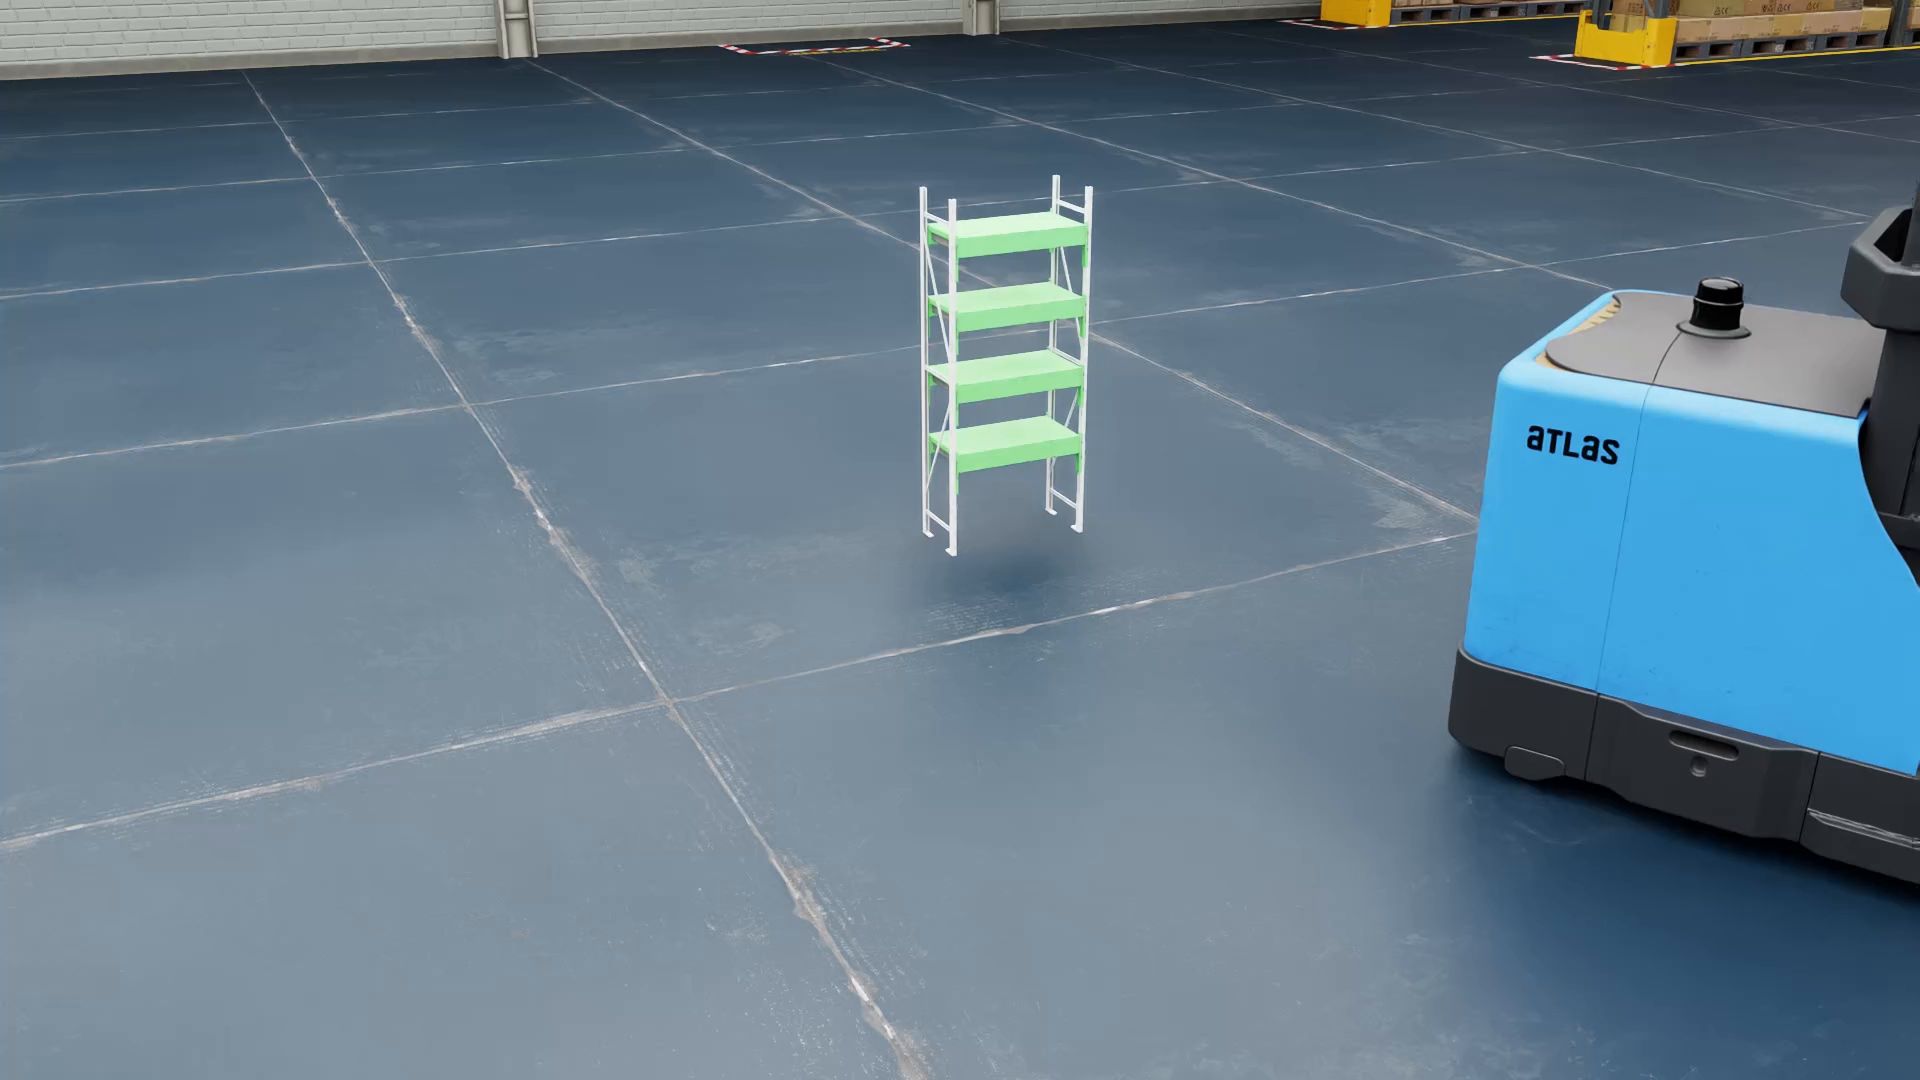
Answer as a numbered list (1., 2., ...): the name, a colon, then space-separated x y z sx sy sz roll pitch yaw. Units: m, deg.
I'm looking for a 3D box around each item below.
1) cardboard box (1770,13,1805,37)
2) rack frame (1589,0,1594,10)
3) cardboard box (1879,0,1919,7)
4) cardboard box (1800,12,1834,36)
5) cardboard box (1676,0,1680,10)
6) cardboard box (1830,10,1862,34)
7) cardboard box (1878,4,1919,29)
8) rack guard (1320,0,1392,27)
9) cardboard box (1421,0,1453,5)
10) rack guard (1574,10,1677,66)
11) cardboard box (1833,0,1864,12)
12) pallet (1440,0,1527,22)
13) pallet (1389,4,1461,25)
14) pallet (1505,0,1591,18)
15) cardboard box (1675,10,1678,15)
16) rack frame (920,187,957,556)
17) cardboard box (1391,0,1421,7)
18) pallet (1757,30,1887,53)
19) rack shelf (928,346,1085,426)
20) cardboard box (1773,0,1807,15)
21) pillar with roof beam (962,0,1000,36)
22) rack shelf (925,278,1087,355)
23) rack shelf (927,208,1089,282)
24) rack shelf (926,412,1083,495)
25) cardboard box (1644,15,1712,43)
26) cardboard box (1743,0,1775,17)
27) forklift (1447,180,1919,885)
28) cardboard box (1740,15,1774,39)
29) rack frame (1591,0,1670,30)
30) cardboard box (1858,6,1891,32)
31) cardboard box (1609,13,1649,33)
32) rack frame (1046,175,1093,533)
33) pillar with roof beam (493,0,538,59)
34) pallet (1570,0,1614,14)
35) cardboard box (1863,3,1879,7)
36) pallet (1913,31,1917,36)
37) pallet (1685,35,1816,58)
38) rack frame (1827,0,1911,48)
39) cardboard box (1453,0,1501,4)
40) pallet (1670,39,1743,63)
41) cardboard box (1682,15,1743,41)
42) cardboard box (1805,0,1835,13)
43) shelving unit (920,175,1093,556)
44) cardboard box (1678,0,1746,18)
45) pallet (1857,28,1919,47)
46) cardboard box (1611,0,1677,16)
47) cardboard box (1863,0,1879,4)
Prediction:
1. cardboard box: 9.508 -6.061 19.516 0.500 0.250 0.500 -10 25 -24
2. rack frame: 9.028 -9.247 24.167 0.127 3.000 1.000 -10 25 -24
3. cardboard box: 11.661 -6.706 20.341 0.500 0.311 0.500 -10 25 -23
4. cardboard box: 9.958 -6.144 19.717 0.500 0.250 0.500 -10 25 -24
5. cardboard box: 8.825 -6.509 19.619 0.500 0.500 0.500 -10 25 -24
6. cardboard box: 10.402 -6.232 19.930 0.500 0.250 0.500 -10 25 -24
7. cardboard box: 11.651 -6.446 20.445 0.500 0.250 0.500 -11 25 -25
8. rack guard: 5.493 -7.441 23.073 0.348 0.500 1.175 -10 25 -24
9. cardboard box: 6.600 -7.723 23.425 0.500 0.311 0.500 -8 24 -19
10. rack guard: 7.554 -5.718 18.910 0.348 0.500 1.175 -10 25 -24
11. cardboard box: 10.401 -6.579 19.788 0.500 0.500 0.500 -10 25 -24
12. pallet: 7.338 -7.631 23.909 1.213 0.211 1.003 -10 25 -24
13. pallet: 6.240 -7.430 23.424 1.213 0.211 1.003 -10 25 -24
14. pallet: 8.439 -7.835 24.402 1.213 0.211 1.003 -10 25 -24
15. cardboard box: 8.376 -6.078 19.558 0.500 0.250 0.500 -10 25 -24
16. rack frame: -0.071 -0.541 5.489 0.015 1.200 0.240 -10 25 -24
17. cardboard box: 6.087 -7.628 23.197 0.500 0.311 0.500 -14 26 -30
18. pallet: 10.445 -6.135 20.294 1.213 0.211 1.003 -10 25 -24
19. rack shelf: 0.149 -0.523 5.611 0.480 0.148 0.258 -10 25 -24
20. cardboard box: 9.508 -6.407 19.372 0.500 0.500 0.500 -10 25 -24
21. pillar with roof beam: 2.140 -9.291 16.429 0.400 9.000 9.100 -10 25 -24
22. rack shelf: 0.149 -0.745 5.519 0.480 0.148 0.258 -10 25 -24
23. rack shelf: 0.149 -0.966 5.428 0.480 0.148 0.258 -10 25 -24
24. rack shelf: 0.149 -0.301 5.703 0.480 0.148 0.258 -10 25 -24
25. cardboard box: 8.156 -5.813 18.917 0.500 0.250 0.500 -10 25 -24
26. cardboard box: 9.050 -6.330 19.186 0.500 0.500 0.500 -10 25 -24
27. forklift: 2.776 -0.606 3.381 3.031 2.935 1.130 15 27 32
28. cardboard box: 9.055 -5.980 19.320 0.500 0.250 0.500 -10 25 -24
29. rack frame: 7.576 -6.877 18.441 0.127 3.000 1.000 -10 25 -24
30. cardboard box: 10.857 -6.312 20.122 0.500 0.250 0.500 -10 25 -24
31. cardboard box: 7.931 -5.991 19.348 0.500 0.250 0.500 -10 25 -24
32. rack frame: 0.369 -0.622 5.685 0.015 1.200 0.240 -10 25 -24
33. pillar with roof beam: -3.266 -8.295 14.025 0.400 9.000 9.100 -10 25 -24
34. pallet: 9.729 -8.088 25.014 1.213 0.211 1.003 -10 25 -24
35. cardboard box: 11.428 -6.633 20.897 0.500 0.250 0.500 -11 25 -24
36. pallet: 12.928 -6.592 21.398 1.213 0.211 1.003 -10 25 -24
37. pallet: 9.345 -5.931 19.801 1.213 0.211 1.003 -10 25 -24
38. rack frame: 11.180 -7.540 20.044 0.127 3.000 1.000 -10 25 -24
39. cardboard box: 7.283 -7.915 23.641 0.500 0.500 0.700 -12 25 -27
40. pallet: 8.247 -5.730 19.316 1.213 0.211 1.003 -10 25 -24
41. cardboard box: 8.605 -5.897 19.120 0.500 0.250 0.500 -10 25 -24
42. cardboard box: 9.953 -6.495 19.585 0.500 0.500 0.500 -10 25 -24
43. shelving unit: 0.149 -0.582 5.587 0.503 1.200 0.258 -10 25 -24
44. cardboard box: 8.605 -6.243 18.975 0.500 0.500 0.500 -10 25 -24
45. pallet: 11.827 -6.388 20.905 1.213 0.211 1.003 -10 25 -24
46. cardboard box: 7.930 -6.338 19.206 0.500 0.500 0.500 -10 25 -24
47. cardboard box: 11.421 -6.889 20.784 0.500 0.311 0.500 -10 25 -24
